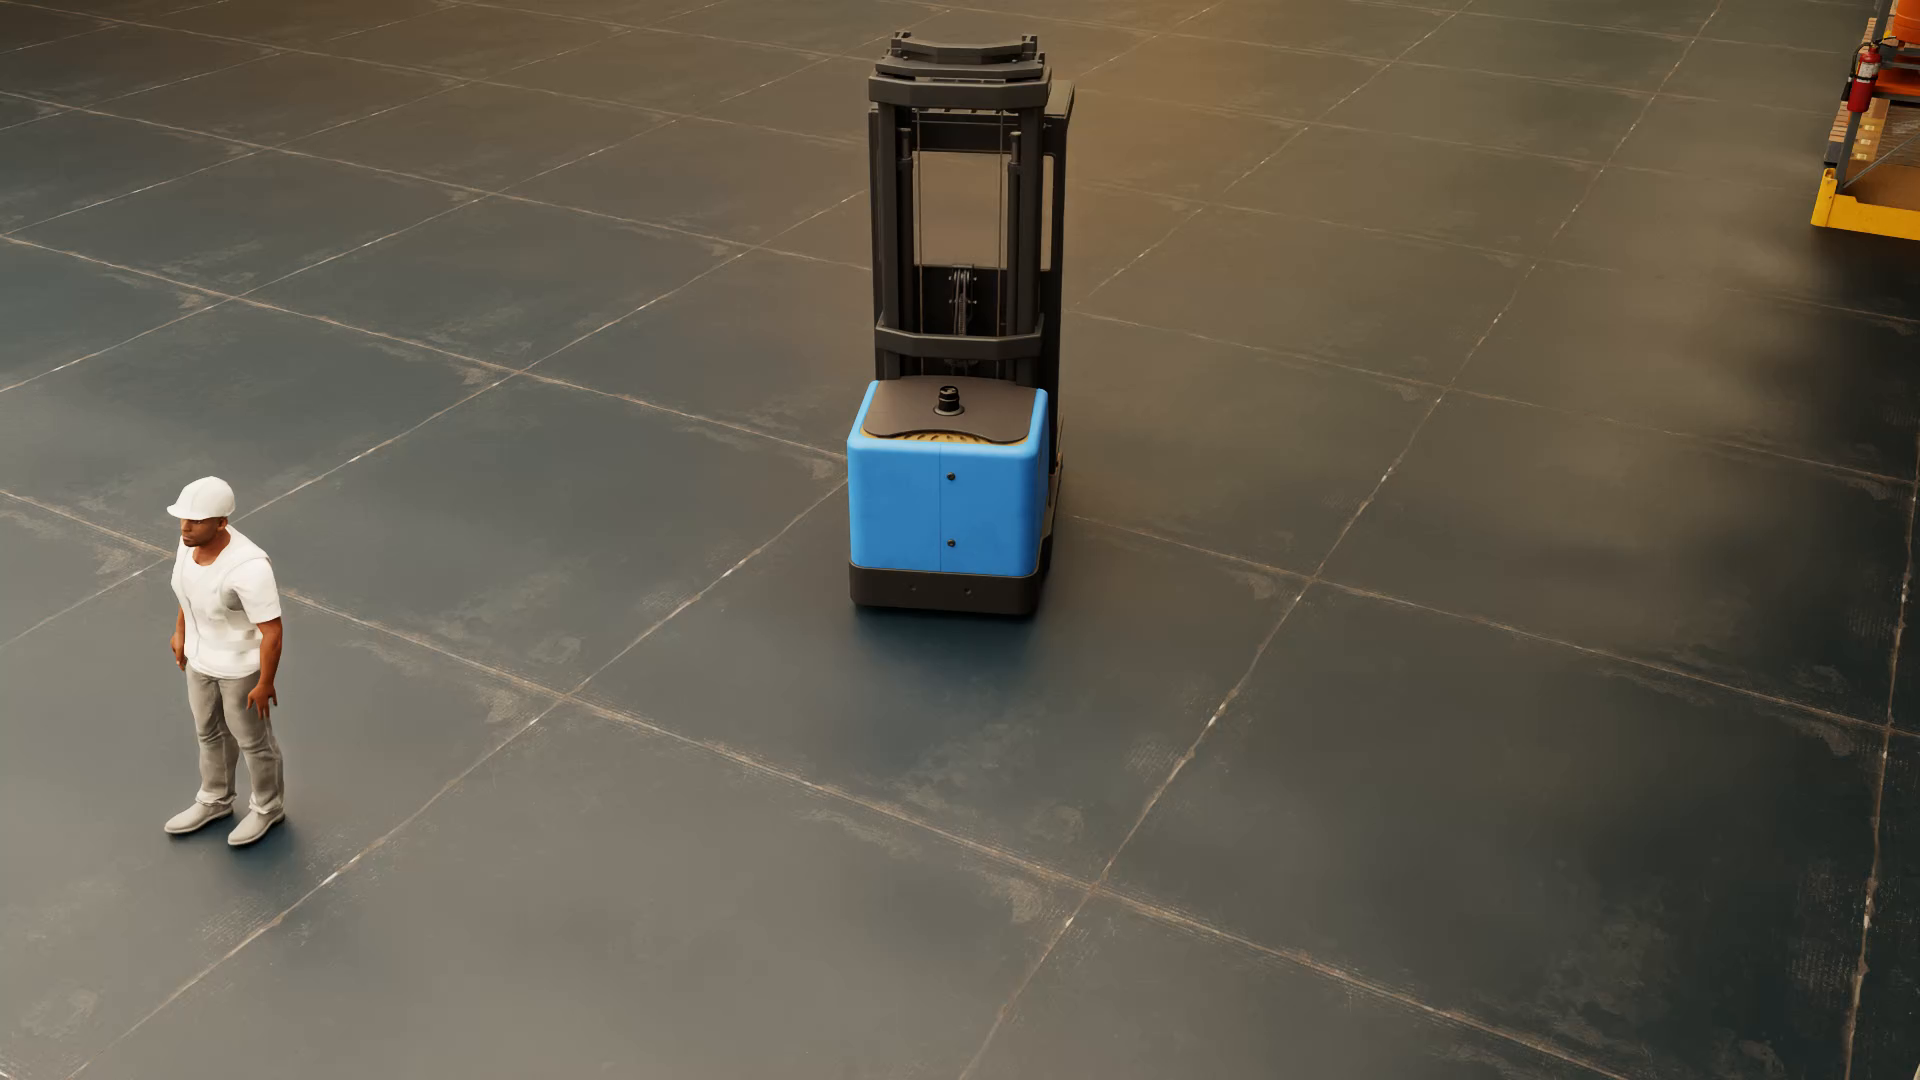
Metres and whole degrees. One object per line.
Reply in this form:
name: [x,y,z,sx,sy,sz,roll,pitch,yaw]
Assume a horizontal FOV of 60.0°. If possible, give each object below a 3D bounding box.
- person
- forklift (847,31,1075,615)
person: [-3.256,0.553,7.263,0.666,1.765,0.577,19,35,30]
forklift: [0.072,-1.572,9.794,1.130,2.935,3.031,3,30,6]
